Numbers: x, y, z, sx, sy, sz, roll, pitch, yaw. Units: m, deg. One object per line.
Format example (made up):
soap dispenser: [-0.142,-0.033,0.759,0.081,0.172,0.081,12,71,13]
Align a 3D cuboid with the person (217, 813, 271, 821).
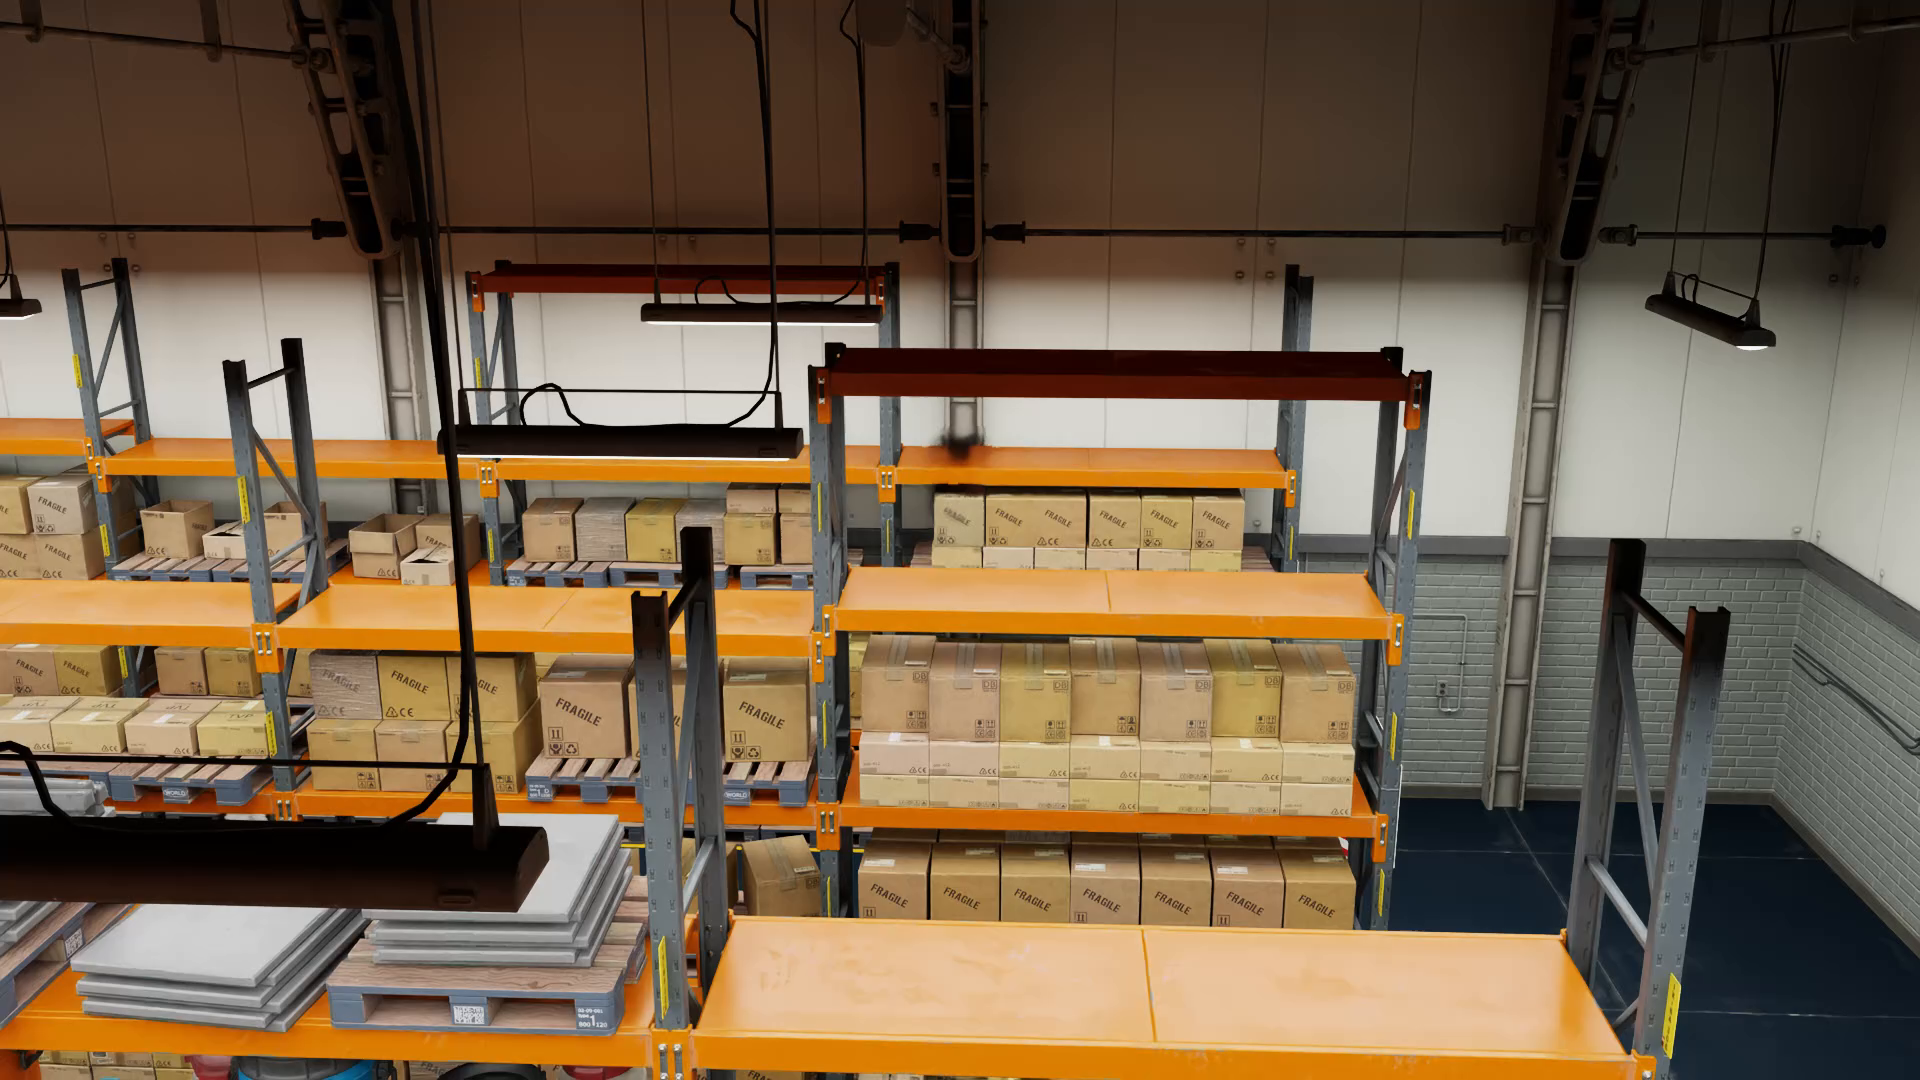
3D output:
person: [-6.920,2.772,16.109,0.529,1.719,0.364,-2,16,-8]
